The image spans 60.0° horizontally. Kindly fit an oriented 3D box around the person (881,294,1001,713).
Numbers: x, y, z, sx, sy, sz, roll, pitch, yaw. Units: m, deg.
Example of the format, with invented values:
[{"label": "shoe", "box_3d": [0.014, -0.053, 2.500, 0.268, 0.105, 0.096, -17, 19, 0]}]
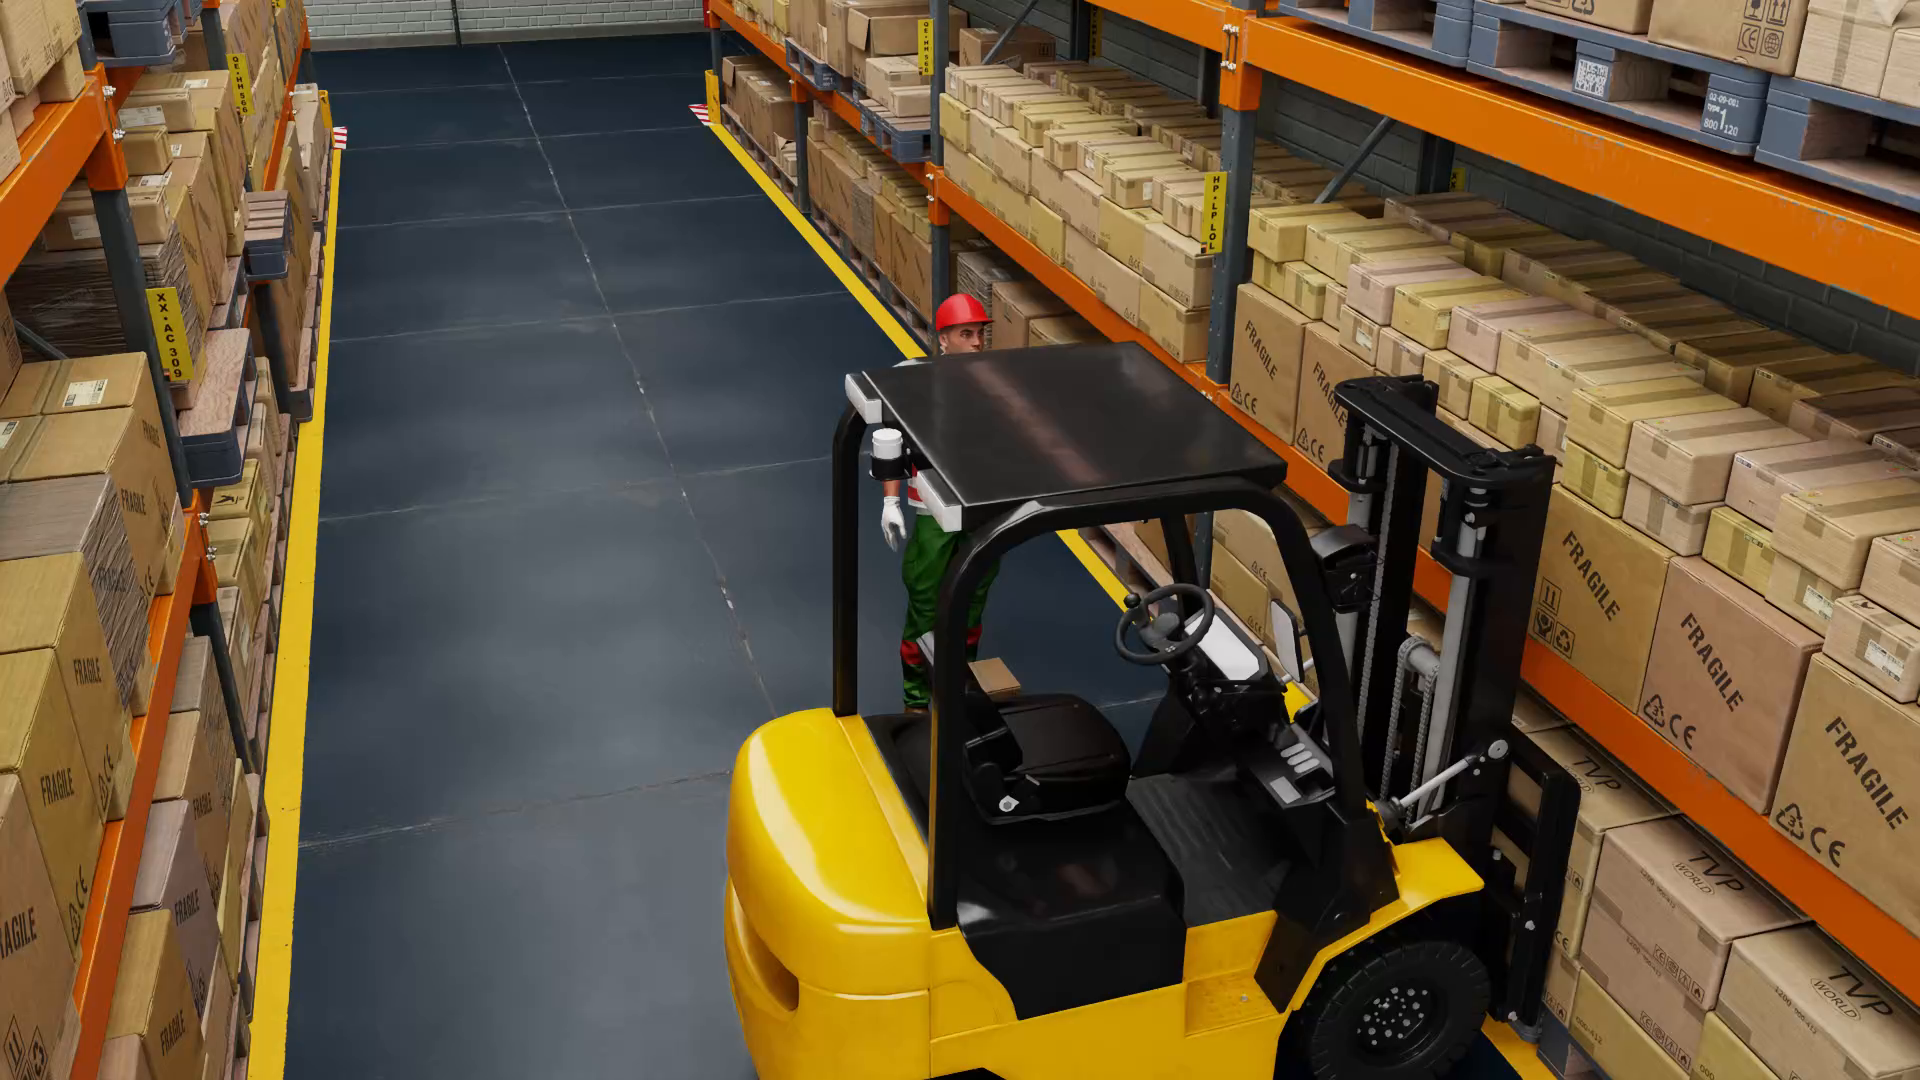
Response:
[{"label": "person", "box_3d": [0.000, -0.097, 6.762, 0.637, 1.787, 0.565, -8, 27, -16]}]
